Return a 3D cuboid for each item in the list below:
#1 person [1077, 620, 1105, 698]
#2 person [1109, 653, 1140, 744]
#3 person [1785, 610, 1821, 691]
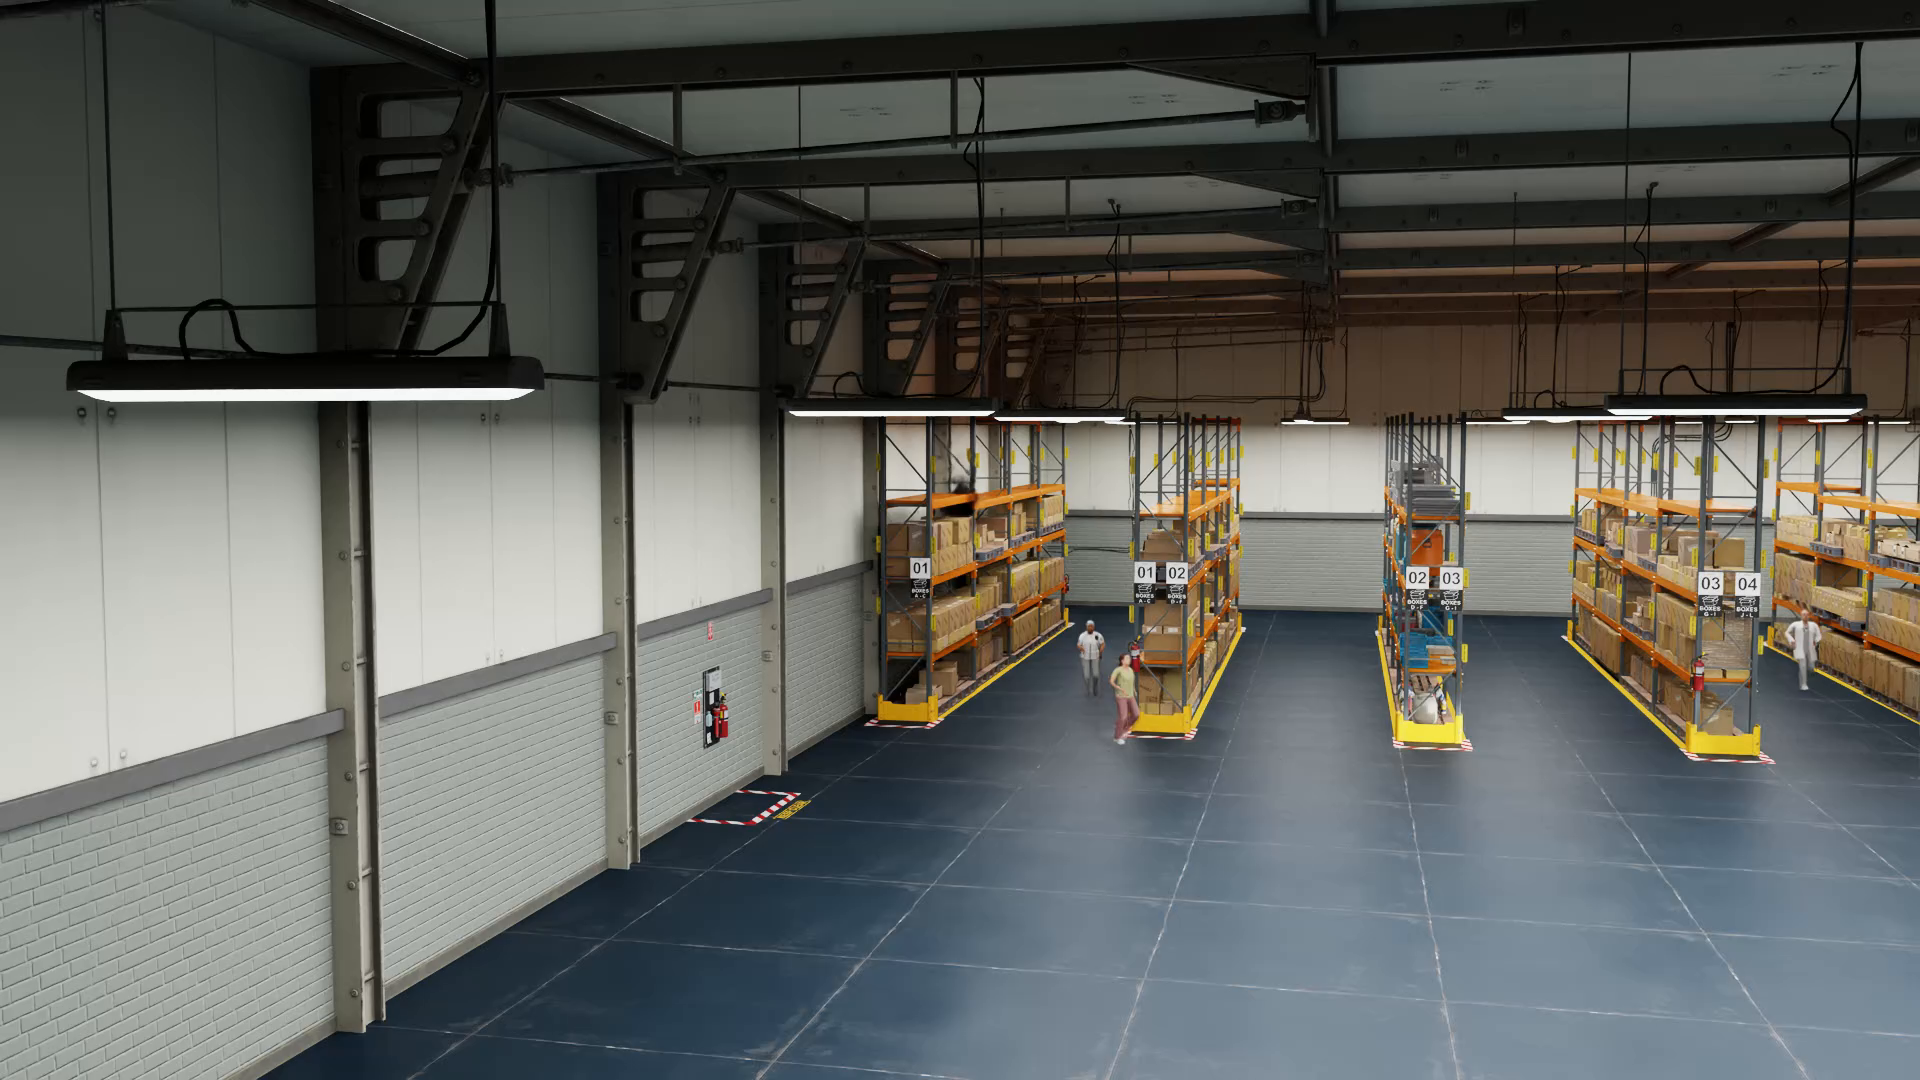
[{"bbox_3d":[2.765,2.525,35.140,0.591,1.638,0.576,0,4,6],"label":"person"},{"bbox_3d":[3.029,2.870,30.166,0.605,1.644,0.501,-3,5,-33],"label":"person"},{"bbox_3d":[18.431,2.396,36.345,0.715,1.733,0.812,1,4,13],"label":"person"}]
